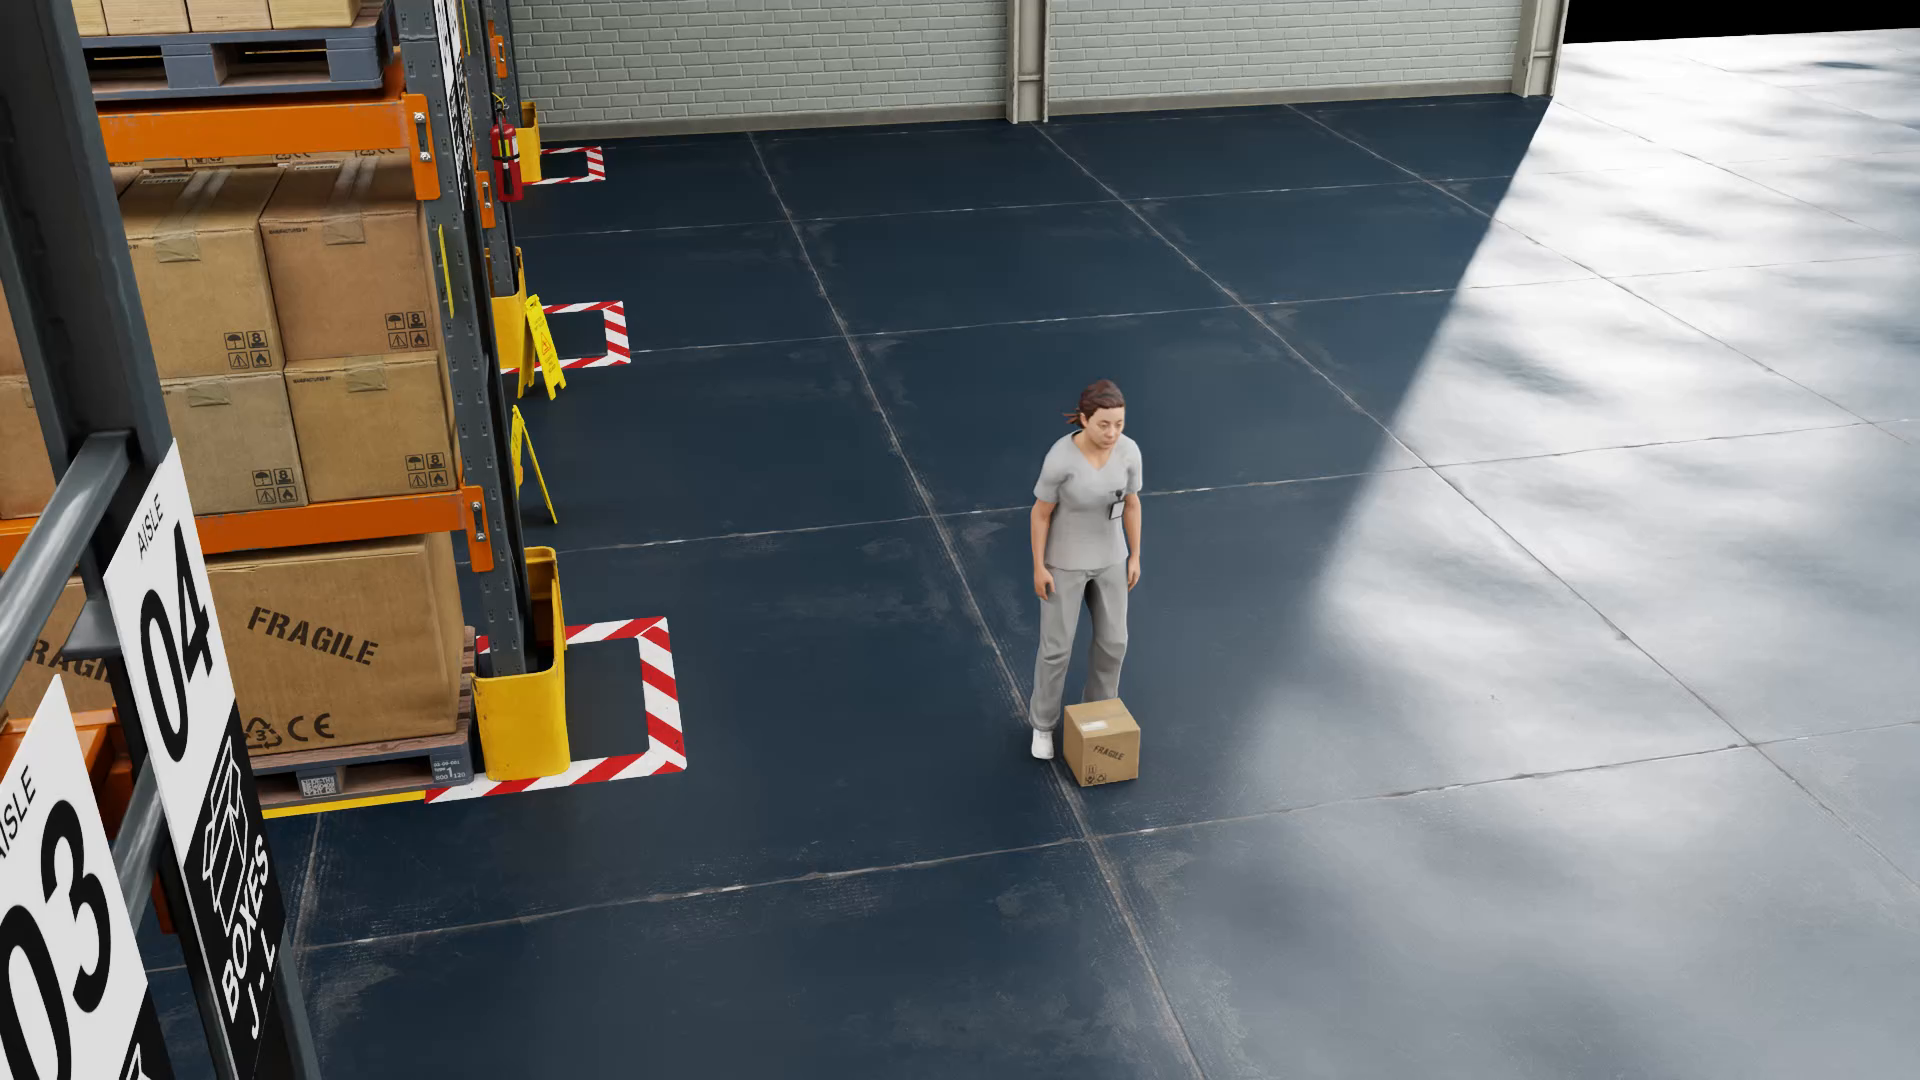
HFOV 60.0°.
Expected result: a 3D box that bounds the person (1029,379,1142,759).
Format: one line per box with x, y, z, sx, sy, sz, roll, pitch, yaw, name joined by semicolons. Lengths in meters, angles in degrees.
0.524;0.111;6.901;0.498;1.671;0.368;-7;28;-14;person
